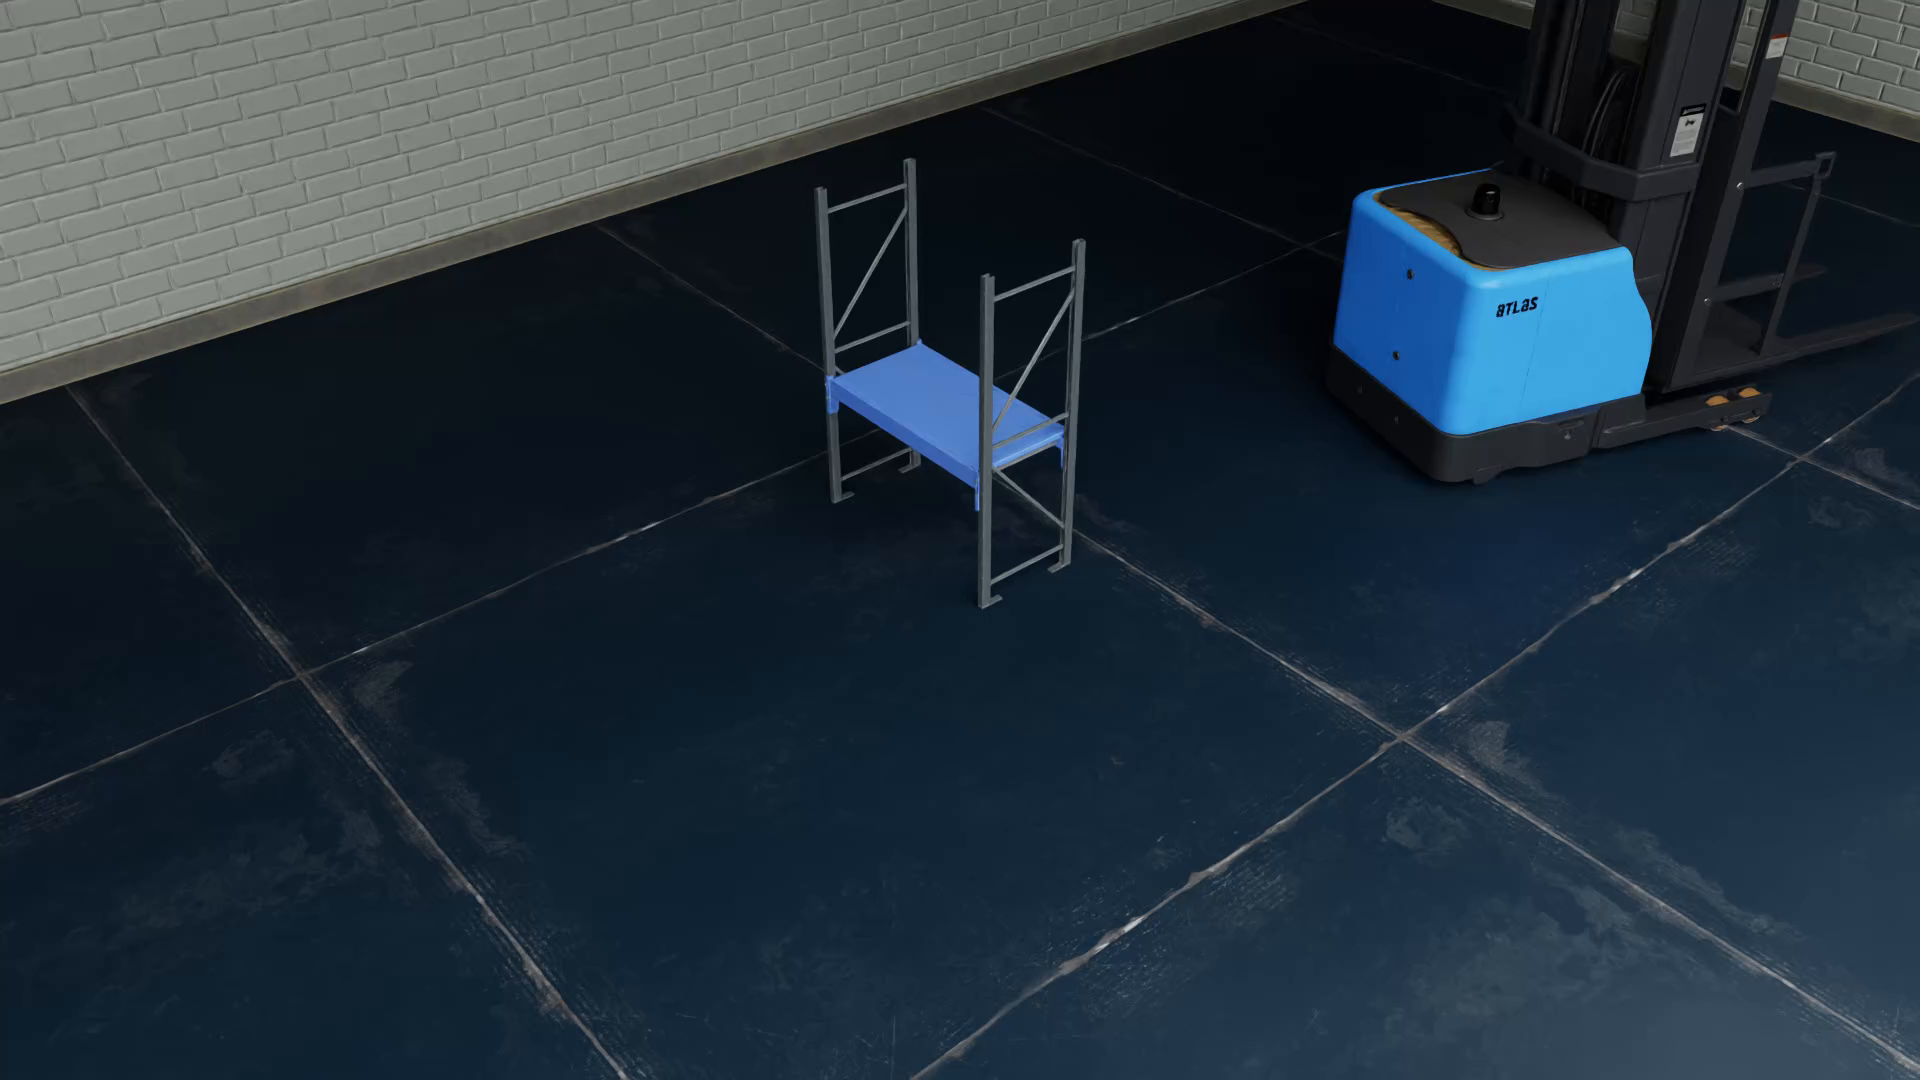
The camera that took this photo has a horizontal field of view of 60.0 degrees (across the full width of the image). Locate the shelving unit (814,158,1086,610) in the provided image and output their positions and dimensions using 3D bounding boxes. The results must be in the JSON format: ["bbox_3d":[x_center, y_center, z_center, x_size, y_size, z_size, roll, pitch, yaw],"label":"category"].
[{"bbox_3d":[-0.055,-0.650,6.870,0.538,1.500,1.048,-26,43,-32],"label":"shelving unit"}]

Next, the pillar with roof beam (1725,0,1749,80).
[{"bbox_3d":[1.912,-5.332,6.993,9.100,9.000,0.400,-26,43,-32],"label":"pillar with roof beam"}]

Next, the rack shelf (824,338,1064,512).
[{"bbox_3d":[-0.055,-0.503,6.974,0.538,0.185,1.000,-26,43,-32],"label":"rack shelf"}]

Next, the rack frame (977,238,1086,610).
[{"bbox_3d":[0.273,-0.425,6.553,0.500,1.500,0.032,-26,43,-32],"label":"rack frame"}]

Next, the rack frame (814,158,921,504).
[{"bbox_3d":[-0.383,-0.874,7.187,0.500,1.500,0.032,-26,43,-32],"label":"rack frame"}]

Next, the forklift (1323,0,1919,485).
[{"bbox_3d":[3.361,-1.989,7.523,3.031,2.935,1.130,-13,37,-18],"label":"forklift"}]
